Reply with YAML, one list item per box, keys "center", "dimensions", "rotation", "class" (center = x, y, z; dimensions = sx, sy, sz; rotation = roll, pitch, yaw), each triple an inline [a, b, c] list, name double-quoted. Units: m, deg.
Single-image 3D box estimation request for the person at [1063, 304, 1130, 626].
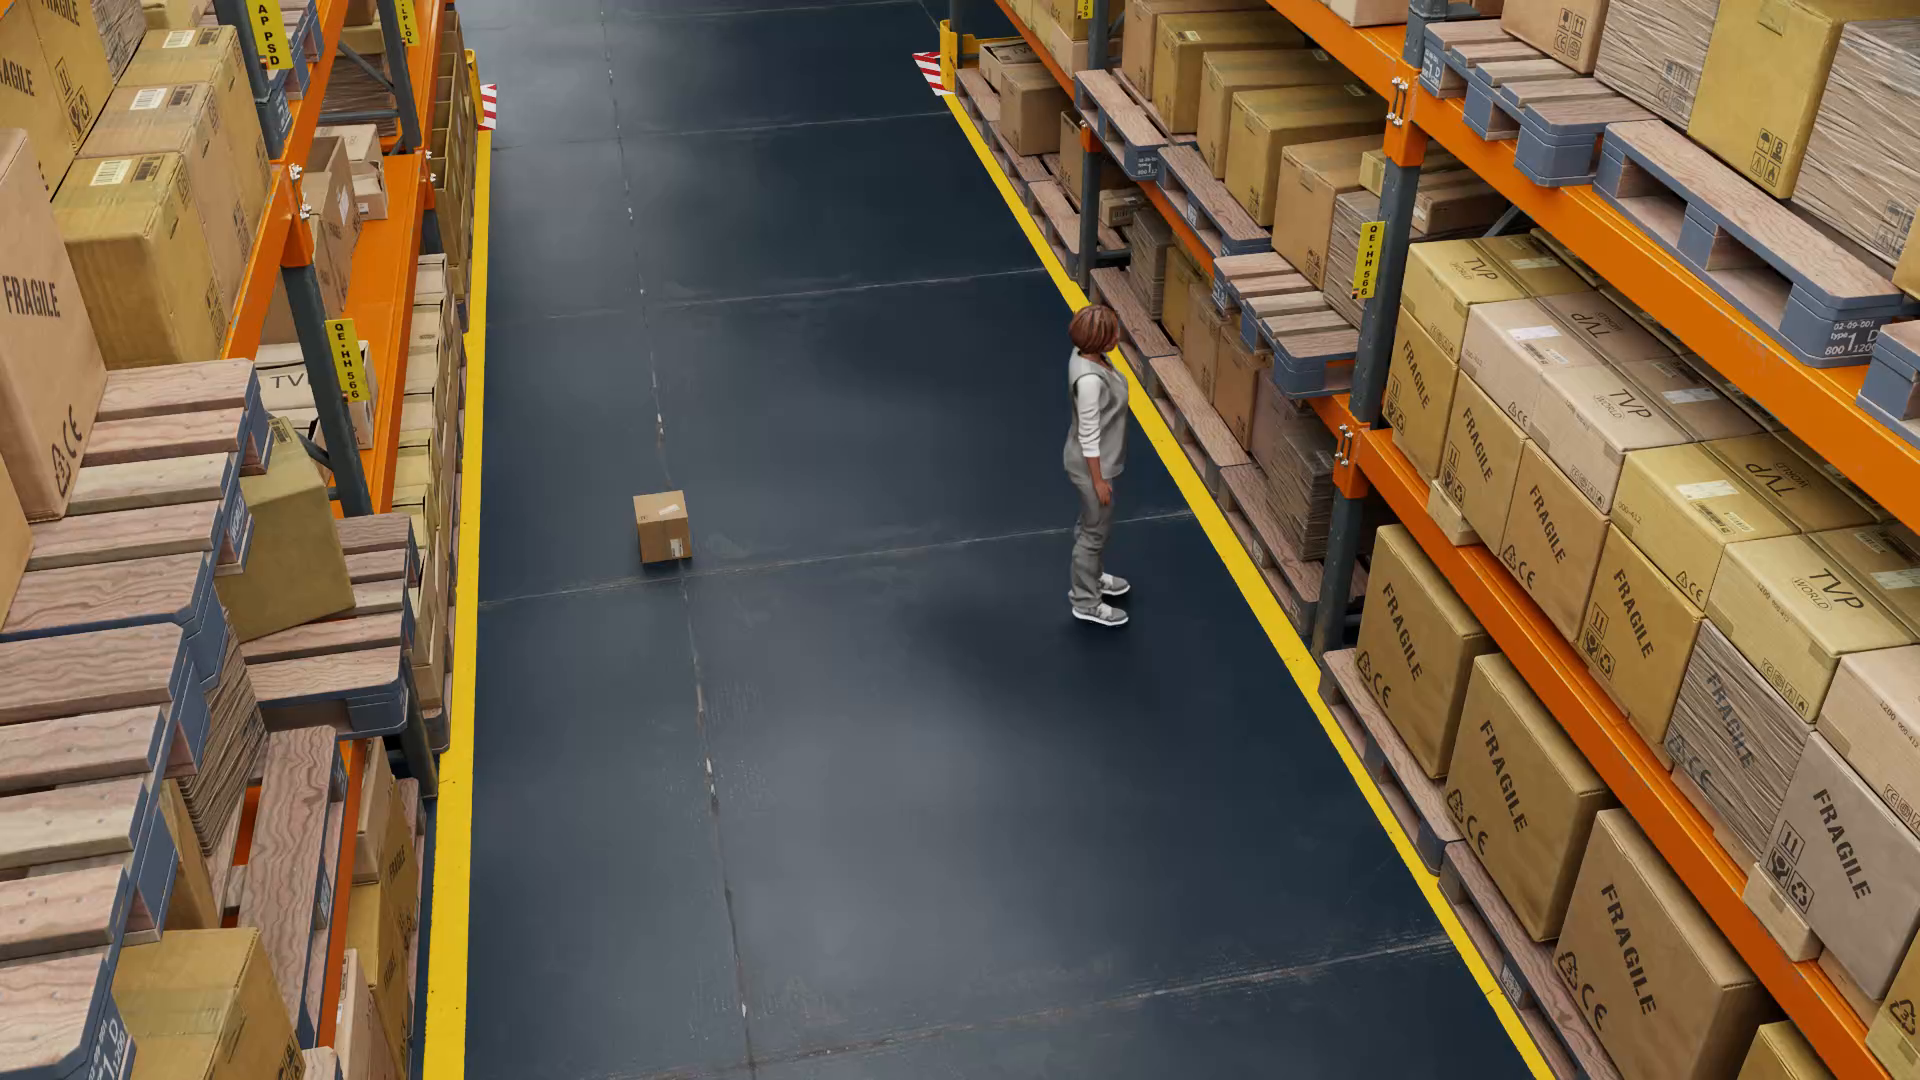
- center: [0.646, -0.355, 7.629]
  dimensions: [0.353, 1.609, 0.442]
  rotation: [3, 35, 4]
  class: "person"
